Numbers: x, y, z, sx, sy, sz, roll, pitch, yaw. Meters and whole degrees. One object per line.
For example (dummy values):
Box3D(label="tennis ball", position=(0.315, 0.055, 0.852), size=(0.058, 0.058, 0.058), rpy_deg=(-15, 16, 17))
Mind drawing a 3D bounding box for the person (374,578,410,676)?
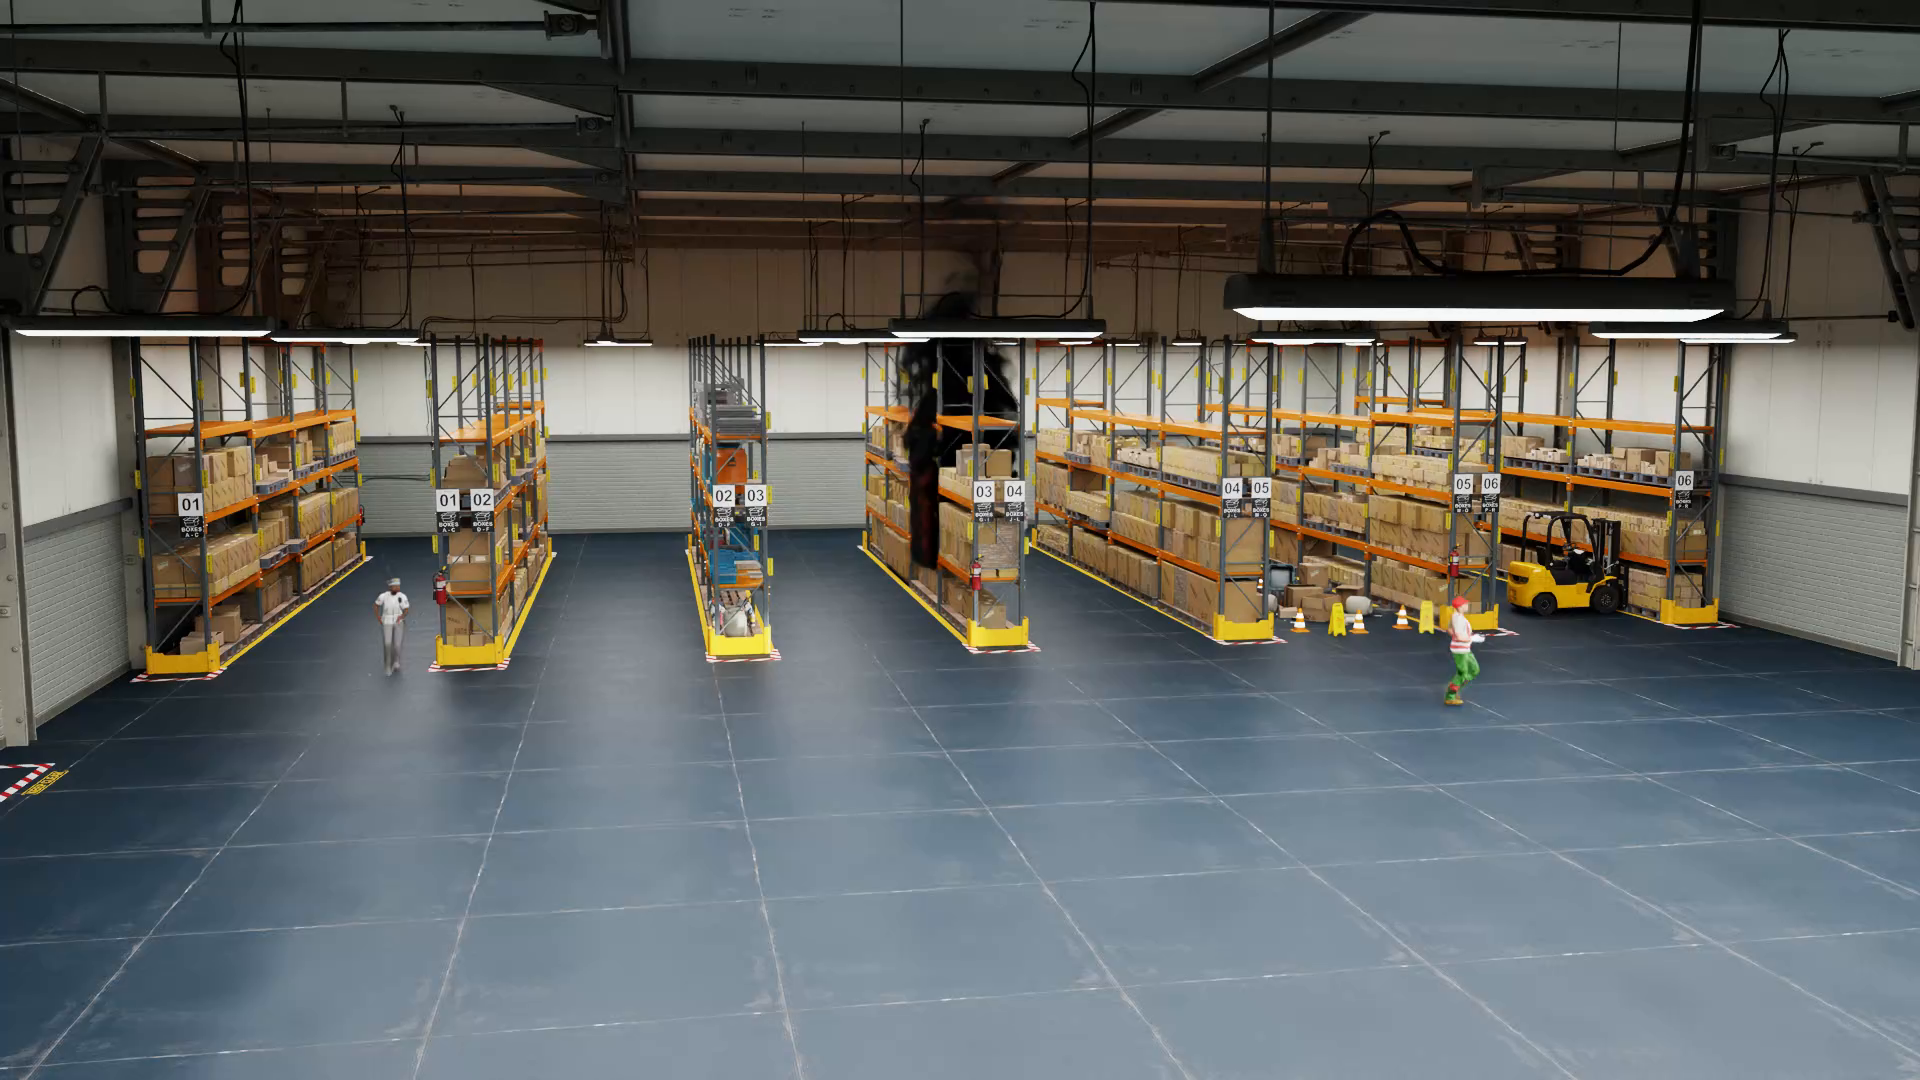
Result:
Box3D(label="person", position=(-10.060, 1.524, 29.524), size=(0.581, 1.725, 0.719), rpy_deg=(-3, 7, -26))

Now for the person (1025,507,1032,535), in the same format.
Box3D(label="person", position=(1.614, -0.268, 44.779), size=(0.626, 1.843, 0.776), rpy_deg=(-1, 7, -5))

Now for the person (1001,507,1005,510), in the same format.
Box3D(label="person", position=(1.268, -0.349, 46.294), size=(0.531, 1.557, 0.537), rpy_deg=(-1, 7, -7))

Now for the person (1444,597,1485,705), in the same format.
Box3D(label="person", position=(8.115, 1.784, 26.714), size=(0.609, 1.756, 0.639), rpy_deg=(2, 7, 20))
